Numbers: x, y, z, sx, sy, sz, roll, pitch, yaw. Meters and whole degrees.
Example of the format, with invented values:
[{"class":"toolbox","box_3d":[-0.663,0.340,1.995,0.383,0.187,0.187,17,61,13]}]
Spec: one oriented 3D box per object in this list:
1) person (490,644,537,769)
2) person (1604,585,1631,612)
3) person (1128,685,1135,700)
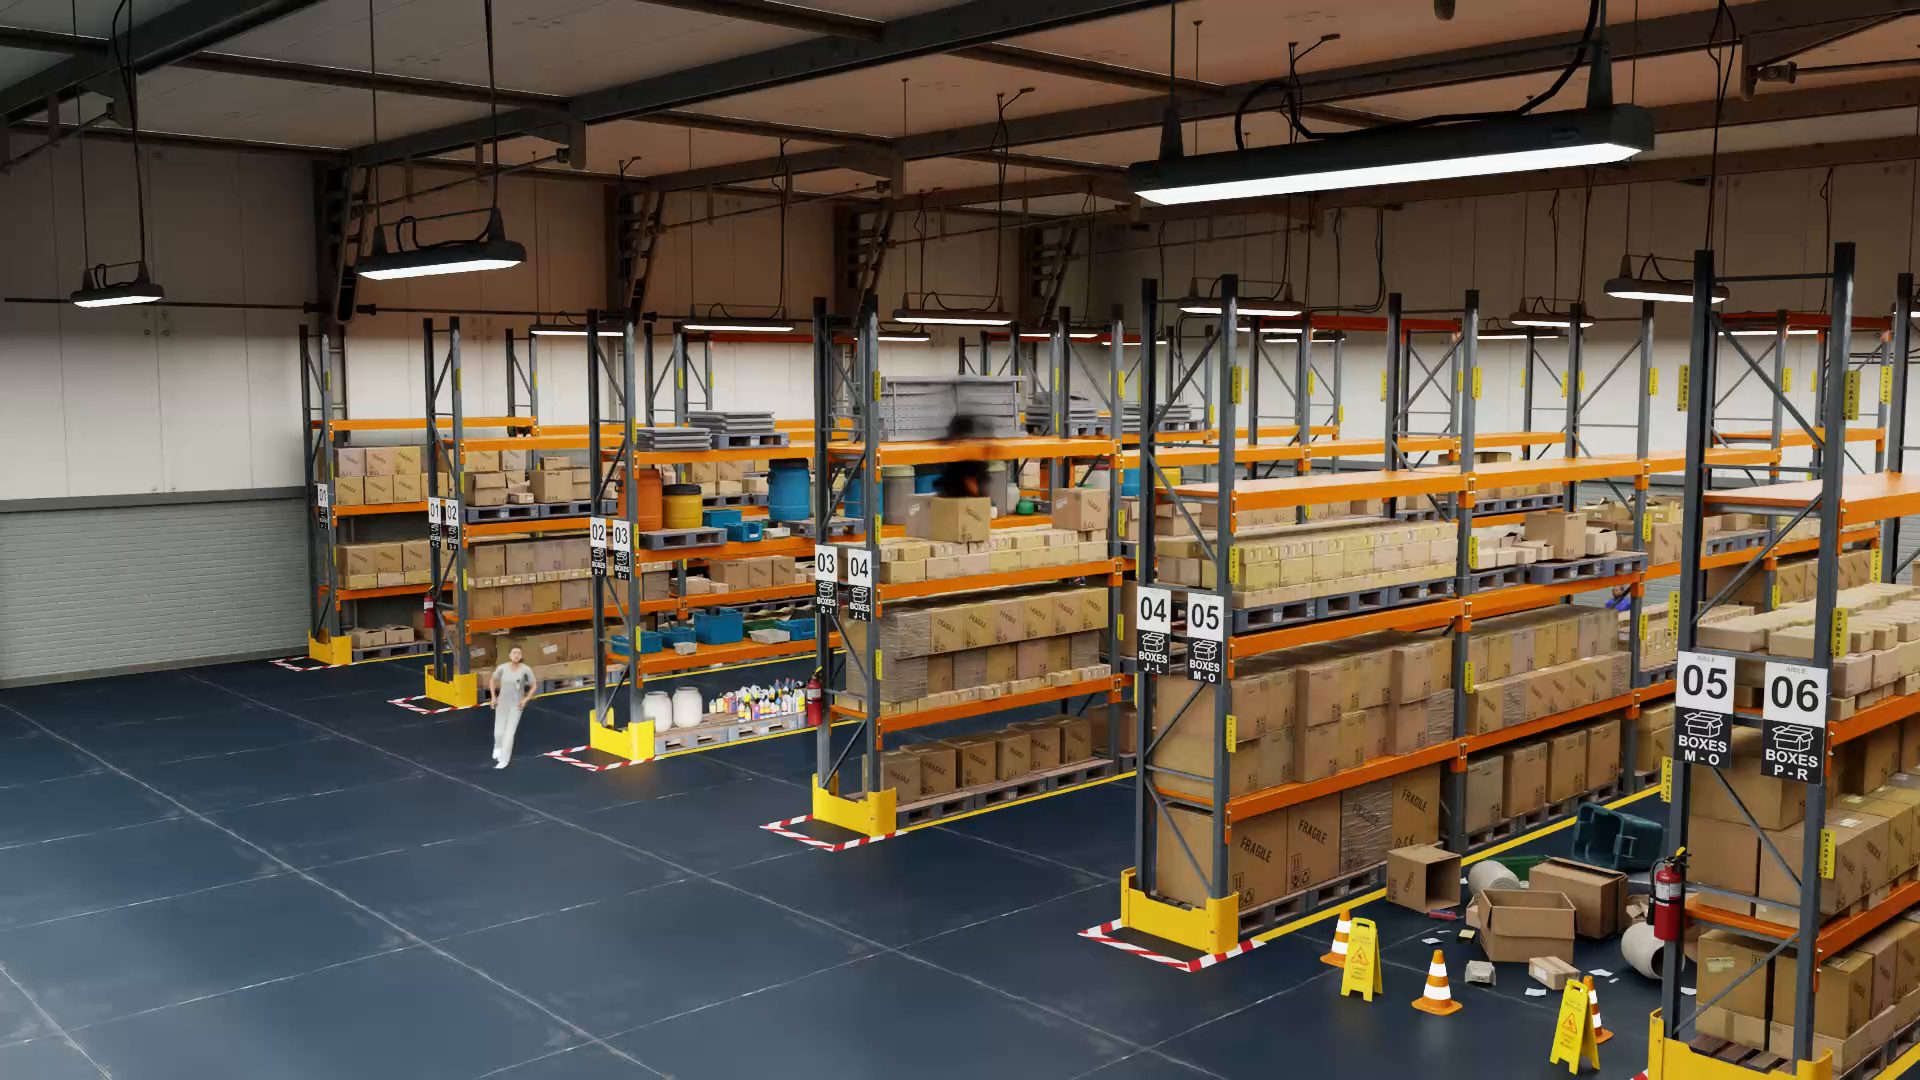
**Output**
[{"class":"person","box_3d":[-5.853,2.163,21.820,0.607,1.613,0.534,-1,6,-10]},{"class":"person","box_3d":[11.091,1.551,28.001,0.626,1.594,0.518,5,8,41]},{"class":"person","box_3d":[2.725,1.686,25.977,0.657,1.748,0.690,-6,8,-45]}]
